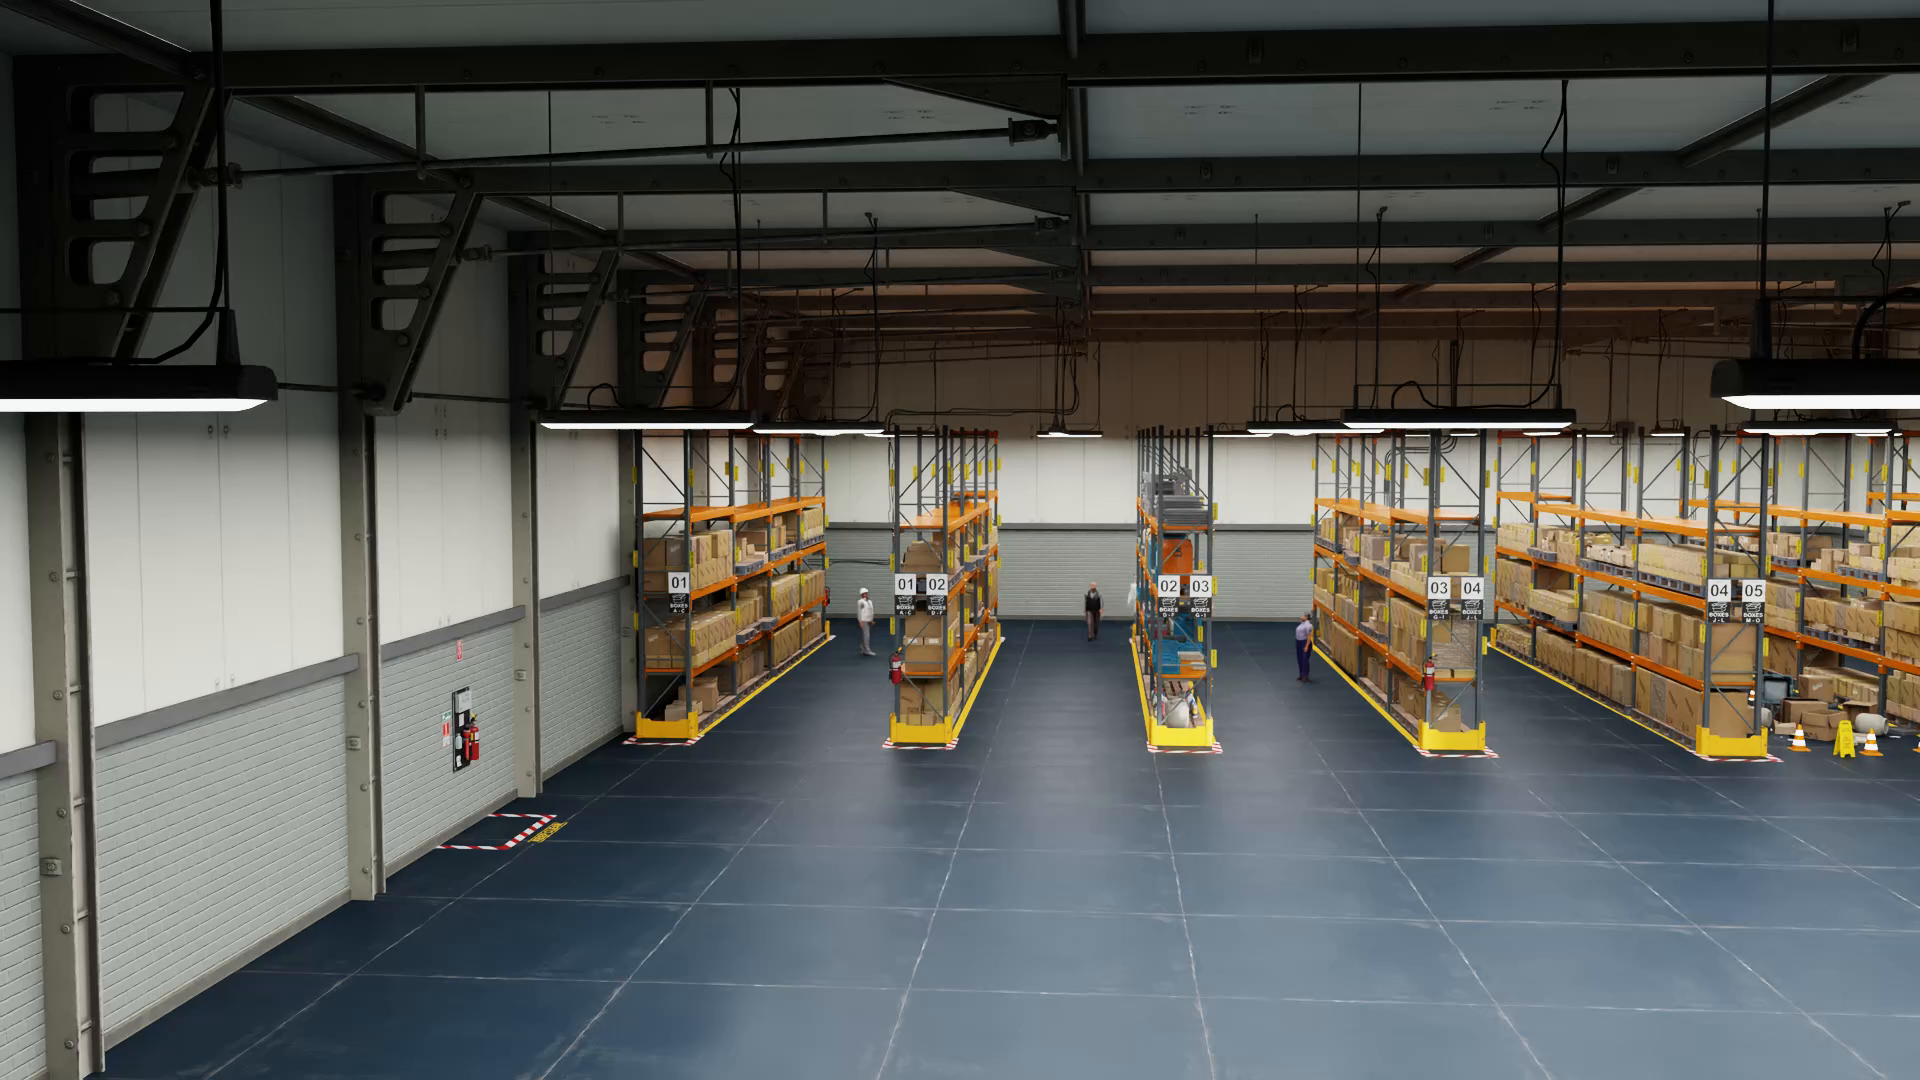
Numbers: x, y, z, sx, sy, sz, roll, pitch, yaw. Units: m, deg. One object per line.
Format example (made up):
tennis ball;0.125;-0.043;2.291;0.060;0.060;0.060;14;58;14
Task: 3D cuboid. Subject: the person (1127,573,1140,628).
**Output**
person;5.303;1.869;50.276;0.447;1.732;0.459;-3;5;-42

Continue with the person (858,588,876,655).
person;-2.441;2.170;44.477;0.573;1.769;0.571;1;4;20

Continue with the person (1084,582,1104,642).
person;3.809;2.038;47.297;0.555;1.669;1.045;0;3;3

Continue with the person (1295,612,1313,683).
person;8.130;2.545;39.576;0.505;1.678;0.527;-2;4;-34
